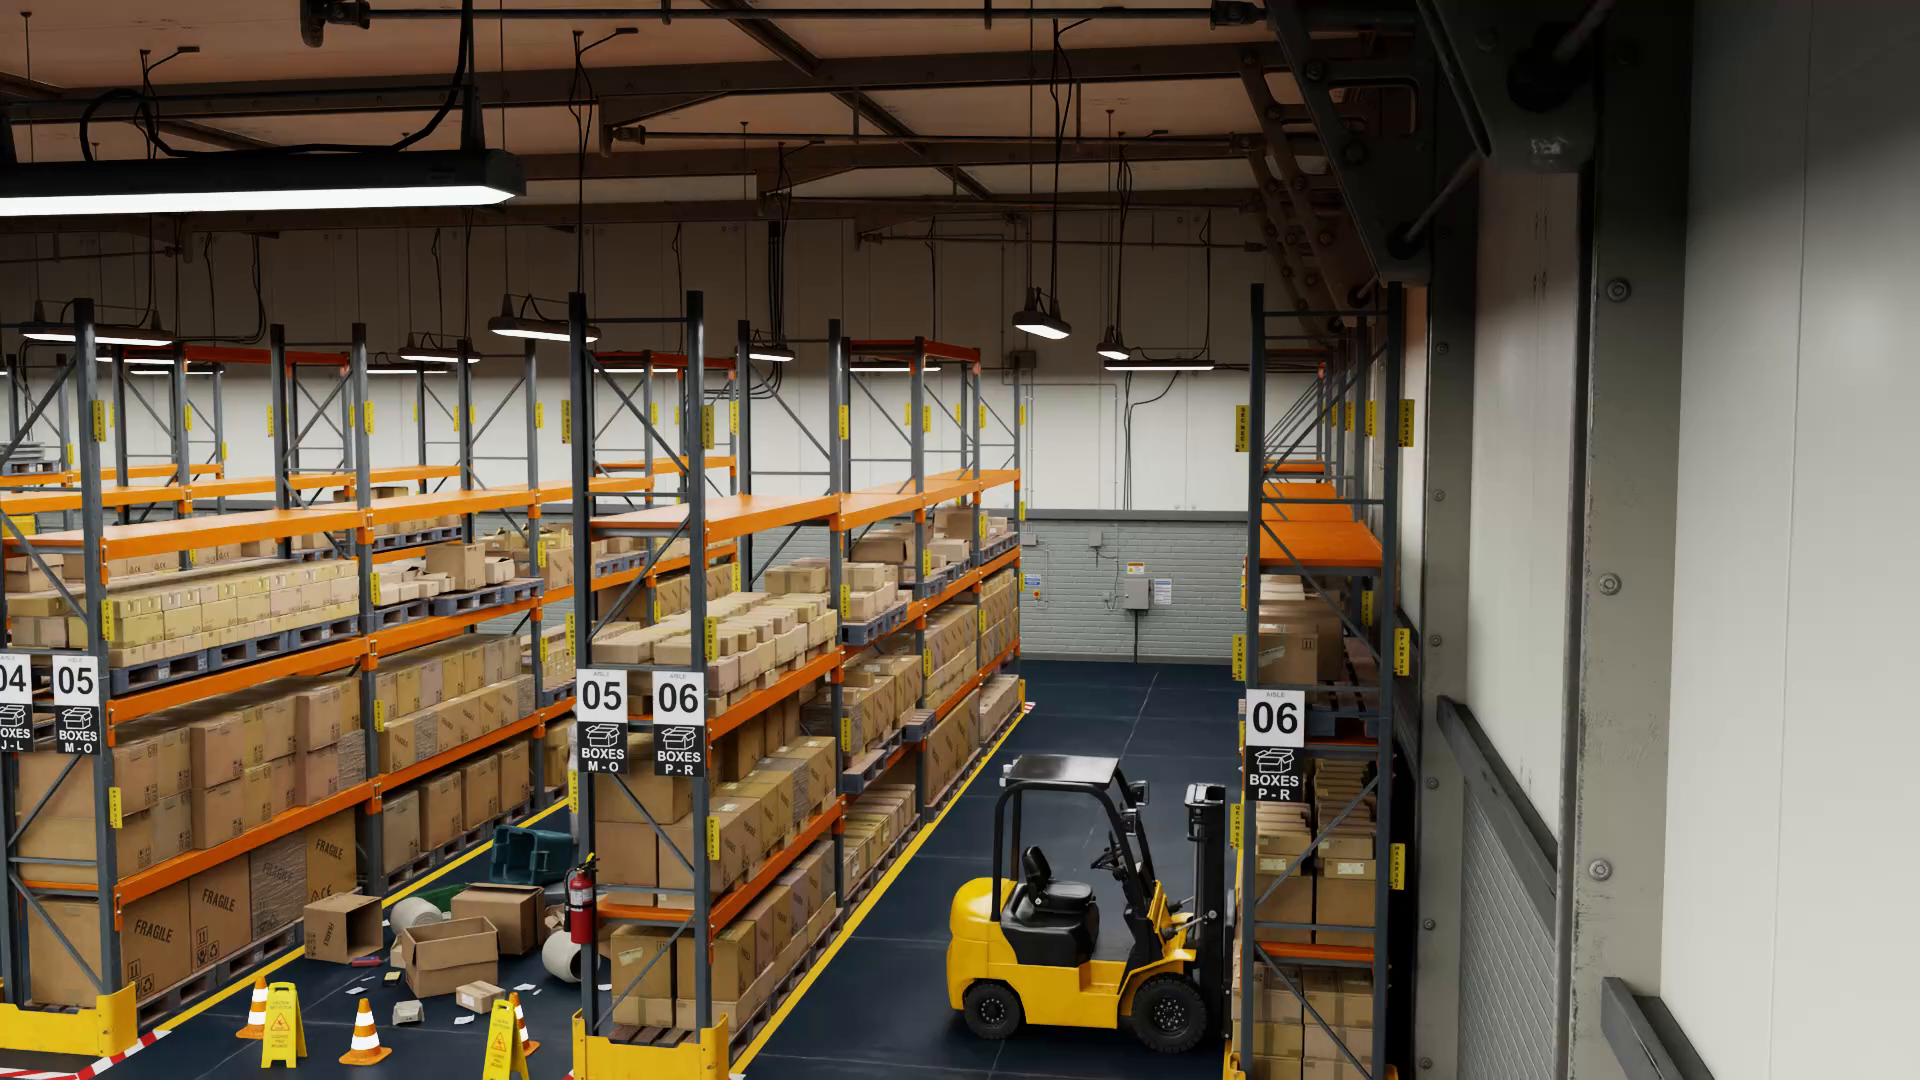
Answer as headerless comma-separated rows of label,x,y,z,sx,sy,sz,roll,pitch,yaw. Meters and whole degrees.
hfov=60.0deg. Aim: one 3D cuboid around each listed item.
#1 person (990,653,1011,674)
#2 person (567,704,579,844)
person,0.681,1.863,30.555,0.453,1.653,0.601,-3,6,-36
person,-4.445,2.741,19.658,0.501,1.670,0.445,2,5,26
